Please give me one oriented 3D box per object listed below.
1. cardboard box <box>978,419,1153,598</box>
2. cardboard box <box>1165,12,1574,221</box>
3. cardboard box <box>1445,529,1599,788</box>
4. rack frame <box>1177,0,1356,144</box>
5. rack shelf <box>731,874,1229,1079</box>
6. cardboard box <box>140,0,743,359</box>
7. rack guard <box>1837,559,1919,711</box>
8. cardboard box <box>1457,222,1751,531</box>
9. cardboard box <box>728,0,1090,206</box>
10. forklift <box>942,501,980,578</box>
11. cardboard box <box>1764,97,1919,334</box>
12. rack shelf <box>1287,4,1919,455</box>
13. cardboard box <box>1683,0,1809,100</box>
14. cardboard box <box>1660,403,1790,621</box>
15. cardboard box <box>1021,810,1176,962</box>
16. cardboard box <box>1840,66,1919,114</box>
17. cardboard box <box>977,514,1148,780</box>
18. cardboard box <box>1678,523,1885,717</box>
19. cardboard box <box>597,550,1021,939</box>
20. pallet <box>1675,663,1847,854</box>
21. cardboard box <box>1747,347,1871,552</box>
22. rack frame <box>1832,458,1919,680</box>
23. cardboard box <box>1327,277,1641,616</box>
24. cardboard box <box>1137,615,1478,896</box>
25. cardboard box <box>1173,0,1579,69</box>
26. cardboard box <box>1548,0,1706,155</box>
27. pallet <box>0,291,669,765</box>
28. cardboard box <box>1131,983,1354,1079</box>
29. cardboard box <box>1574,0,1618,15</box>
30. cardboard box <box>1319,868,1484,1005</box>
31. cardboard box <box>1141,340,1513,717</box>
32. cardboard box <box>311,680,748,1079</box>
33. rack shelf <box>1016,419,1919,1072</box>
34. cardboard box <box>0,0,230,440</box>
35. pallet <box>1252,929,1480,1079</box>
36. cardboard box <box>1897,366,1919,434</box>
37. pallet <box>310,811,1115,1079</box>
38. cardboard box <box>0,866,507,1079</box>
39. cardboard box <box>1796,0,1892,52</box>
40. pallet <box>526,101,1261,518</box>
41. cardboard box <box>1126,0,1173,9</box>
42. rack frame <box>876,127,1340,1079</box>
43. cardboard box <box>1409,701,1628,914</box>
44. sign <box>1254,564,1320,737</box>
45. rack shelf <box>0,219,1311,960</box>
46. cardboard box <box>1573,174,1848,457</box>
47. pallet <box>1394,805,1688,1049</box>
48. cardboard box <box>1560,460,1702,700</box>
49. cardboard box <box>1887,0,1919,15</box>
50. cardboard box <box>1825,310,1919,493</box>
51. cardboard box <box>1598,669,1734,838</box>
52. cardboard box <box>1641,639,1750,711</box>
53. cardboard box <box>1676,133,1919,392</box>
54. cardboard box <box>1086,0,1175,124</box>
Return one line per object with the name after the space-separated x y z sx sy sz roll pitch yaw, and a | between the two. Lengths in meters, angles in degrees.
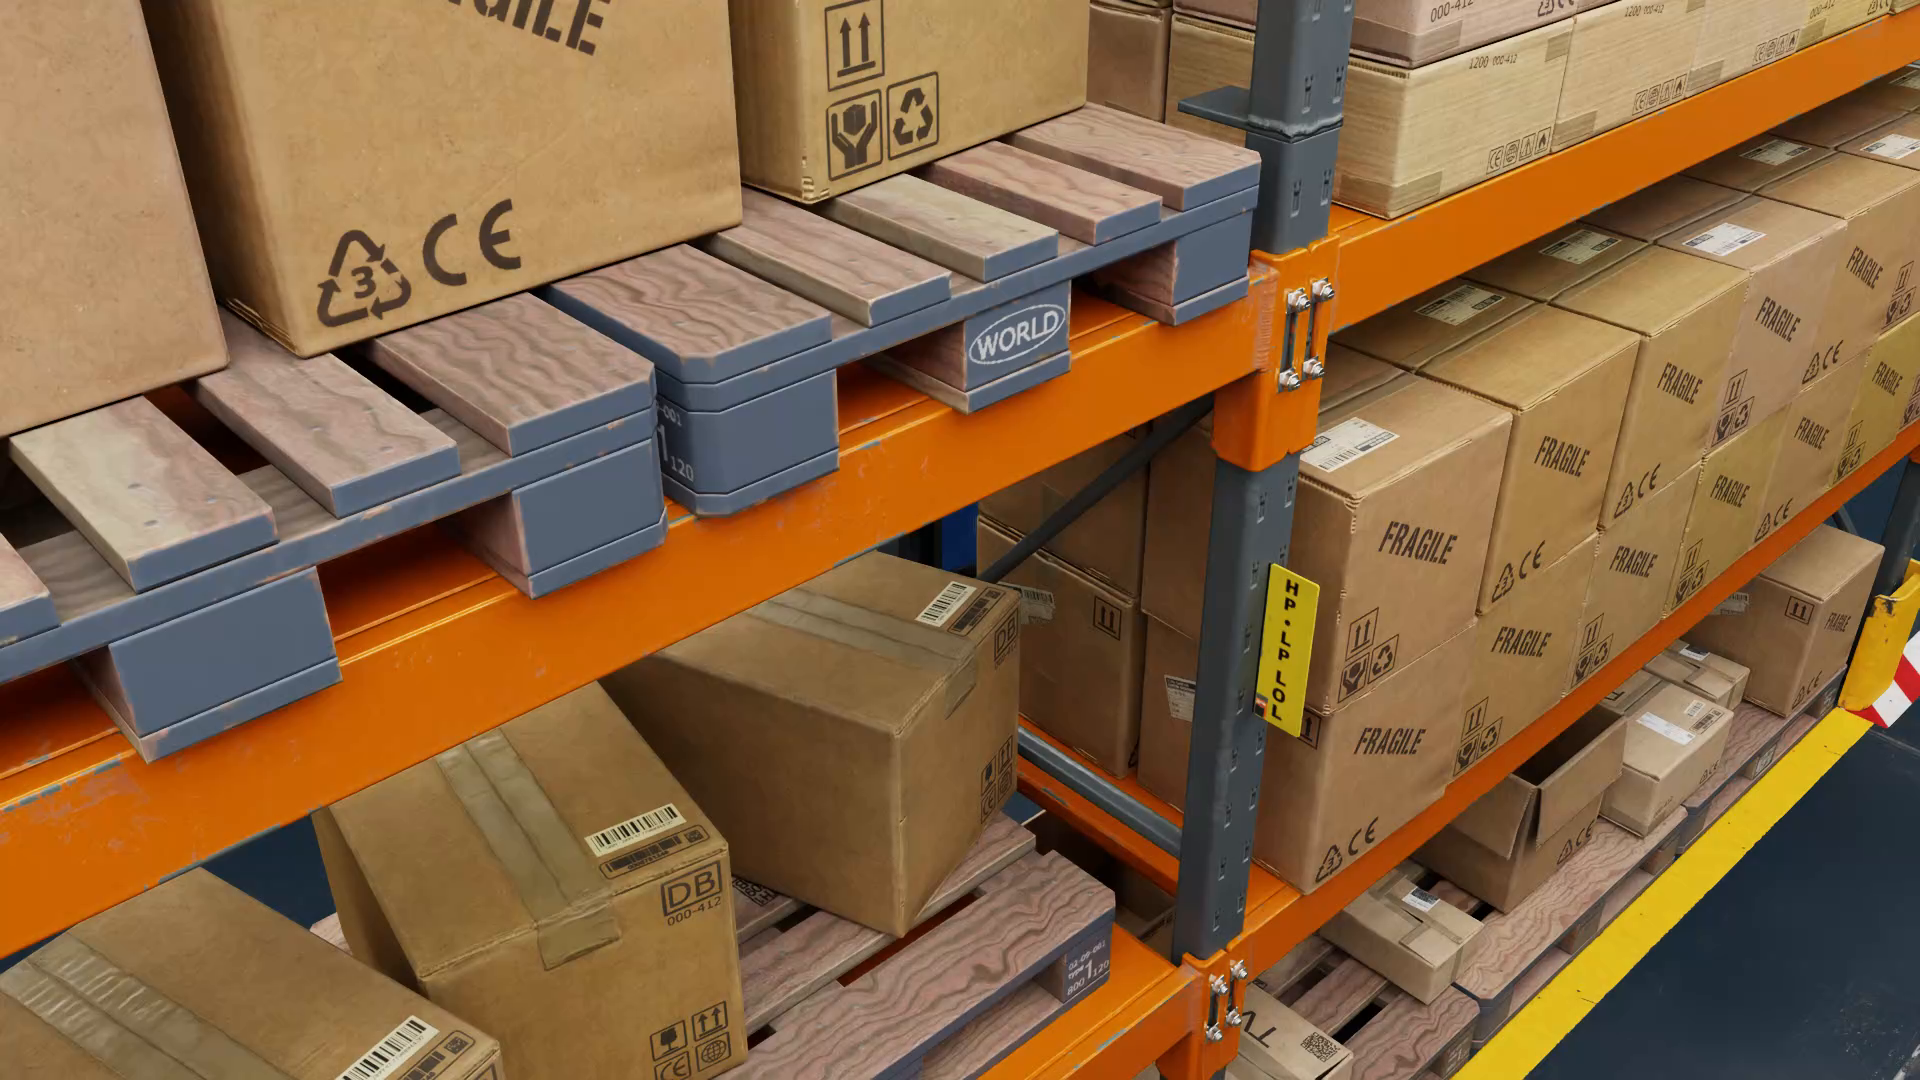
0.391 -0.266 3.756 0.500 0.500 0.500 -26 40 -35 | cardboard box
0.721 -0.812 2.972 0.500 0.250 0.500 -26 40 -35 | cardboard box
1.128 0.179 3.986 0.500 0.500 0.500 -25 39 -35 | cardboard box
0.196 -2.078 2.023 0.127 3.000 1.000 -26 40 -35 | rack frame
-1.270 1.497 2.615 4.000 0.370 1.077 -26 40 -35 | rack shelf
-0.698 -0.667 1.996 0.600 0.600 0.600 -26 40 -36 | cardboard box
3.073 0.156 6.516 0.348 0.500 1.175 -26 40 -35 | rack guard
1.488 -0.413 3.996 0.500 0.500 0.500 -27 41 -37 | cardboard box
-0.223 -0.913 2.397 0.600 0.600 0.600 25 39 35 | cardboard box
0.681 -1.433 6.784 3.031 2.935 1.130 -19 36 -28 | forklift
2.620 -0.964 4.897 0.500 0.500 0.500 -25 39 -34 | cardboard box
1.663 -1.201 4.153 4.000 0.370 1.077 -26 40 -35 | rack shelf
1.458 -1.165 3.548 0.500 0.250 0.500 -26 40 -35 | cardboard box
1.869 -0.178 4.571 0.500 0.500 0.500 -26 40 -36 | cardboard box
0.421 1.049 4.633 0.500 0.500 0.500 -26 40 -35 | cardboard box
2.990 -1.144 5.191 0.500 0.500 0.500 -26 40 -36 | cardboard box
0.388 0.163 4.012 0.500 0.500 0.500 -25 39 -35 | cardboard box
2.898 0.228 5.976 0.500 0.500 0.500 -26 40 -35 | cardboard box
-0.303 0.342 3.317 0.700 0.500 0.500 15 35 23 | cardboard box
2.490 0.562 6.129 1.213 0.211 1.003 -26 40 -35 | pallet
2.238 -0.357 4.863 0.500 0.500 0.500 -25 40 -35 | cardboard box
3.129 -0.938 5.908 0.127 3.000 1.000 -26 40 -35 | rack frame
1.111 -0.231 3.698 0.500 0.500 0.500 -27 41 -37 | cardboard box
0.755 0.362 3.687 0.500 0.500 0.500 -25 39 -34 | cardboard box
0.722 -1.025 2.841 0.500 0.250 0.500 -26 40 -35 | cardboard box
1.090 -0.988 3.259 0.500 0.250 0.500 -26 40 -35 | cardboard box
-1.088 -0.145 1.916 1.003 0.211 1.213 -26 40 -35 | pallet
0.651 1.374 4.283 0.500 0.311 0.500 -26 40 -35 | cardboard box
1.087 -1.203 3.132 0.500 0.250 0.500 -26 40 -35 | cardboard box
1.278 1.125 4.828 0.250 0.166 0.380 -26 40 -35 | cardboard box
0.733 -0.048 3.398 0.500 0.500 0.500 -25 39 -34 | cardboard box
-0.765 0.610 2.879 0.500 0.500 0.700 -19 36 -28 | cardboard box
1.663 0.079 4.936 4.000 0.370 1.077 -26 40 -35 | rack shelf
-1.200 -0.438 1.622 0.600 0.600 0.600 27 41 37 | cardboard box
0.700 1.428 4.713 1.213 0.211 1.003 -26 40 -35 | pallet
2.986 -0.717 5.452 0.500 0.500 0.500 -24 39 -34 | cardboard box
-0.464 0.805 3.243 1.213 0.211 1.003 -26 40 -35 | pallet
-1.057 0.910 2.389 0.700 0.500 0.500 18 36 27 | cardboard box
1.822 -1.344 3.840 0.500 0.250 0.500 -26 40 -35 | cardboard box
-0.330 -0.514 2.520 1.003 0.211 1.213 -26 40 -35 | pallet
0.368 -1.224 3.166 0.500 0.250 0.500 -26 40 -35 | cardboard box
0.196 0.481 3.588 0.127 3.000 1.000 -26 40 -35 | rack frame
1.570 0.690 5.217 0.637 0.503 0.797 -26 40 -35 | cardboard box
0.576 0.198 2.941 0.005 0.325 0.100 -26 40 -35 | sign
-1.270 0.218 1.833 4.000 0.370 1.077 -26 40 -35 | rack shelf
1.866 -0.596 4.296 0.500 0.500 0.500 -24 39 -34 | cardboard box
1.595 0.993 5.424 1.213 0.211 1.003 -26 40 -35 | pallet
1.497 0.003 4.275 0.500 0.500 0.500 -26 40 -36 | cardboard box
2.200 -1.515 4.120 0.500 0.250 0.500 -26 40 -35 | cardboard box
2.608 -0.532 5.149 0.500 0.500 0.500 -25 40 -35 | cardboard box
2.181 0.660 5.509 0.500 0.250 0.500 -26 40 -35 | cardboard box
2.540 0.480 5.884 0.250 0.166 0.380 -26 40 -35 | cardboard box
2.243 -0.779 4.594 0.500 0.500 0.500 -25 39 -34 | cardboard box
0.372 -1.009 3.293 0.500 0.250 0.500 -26 40 -35 | cardboard box
